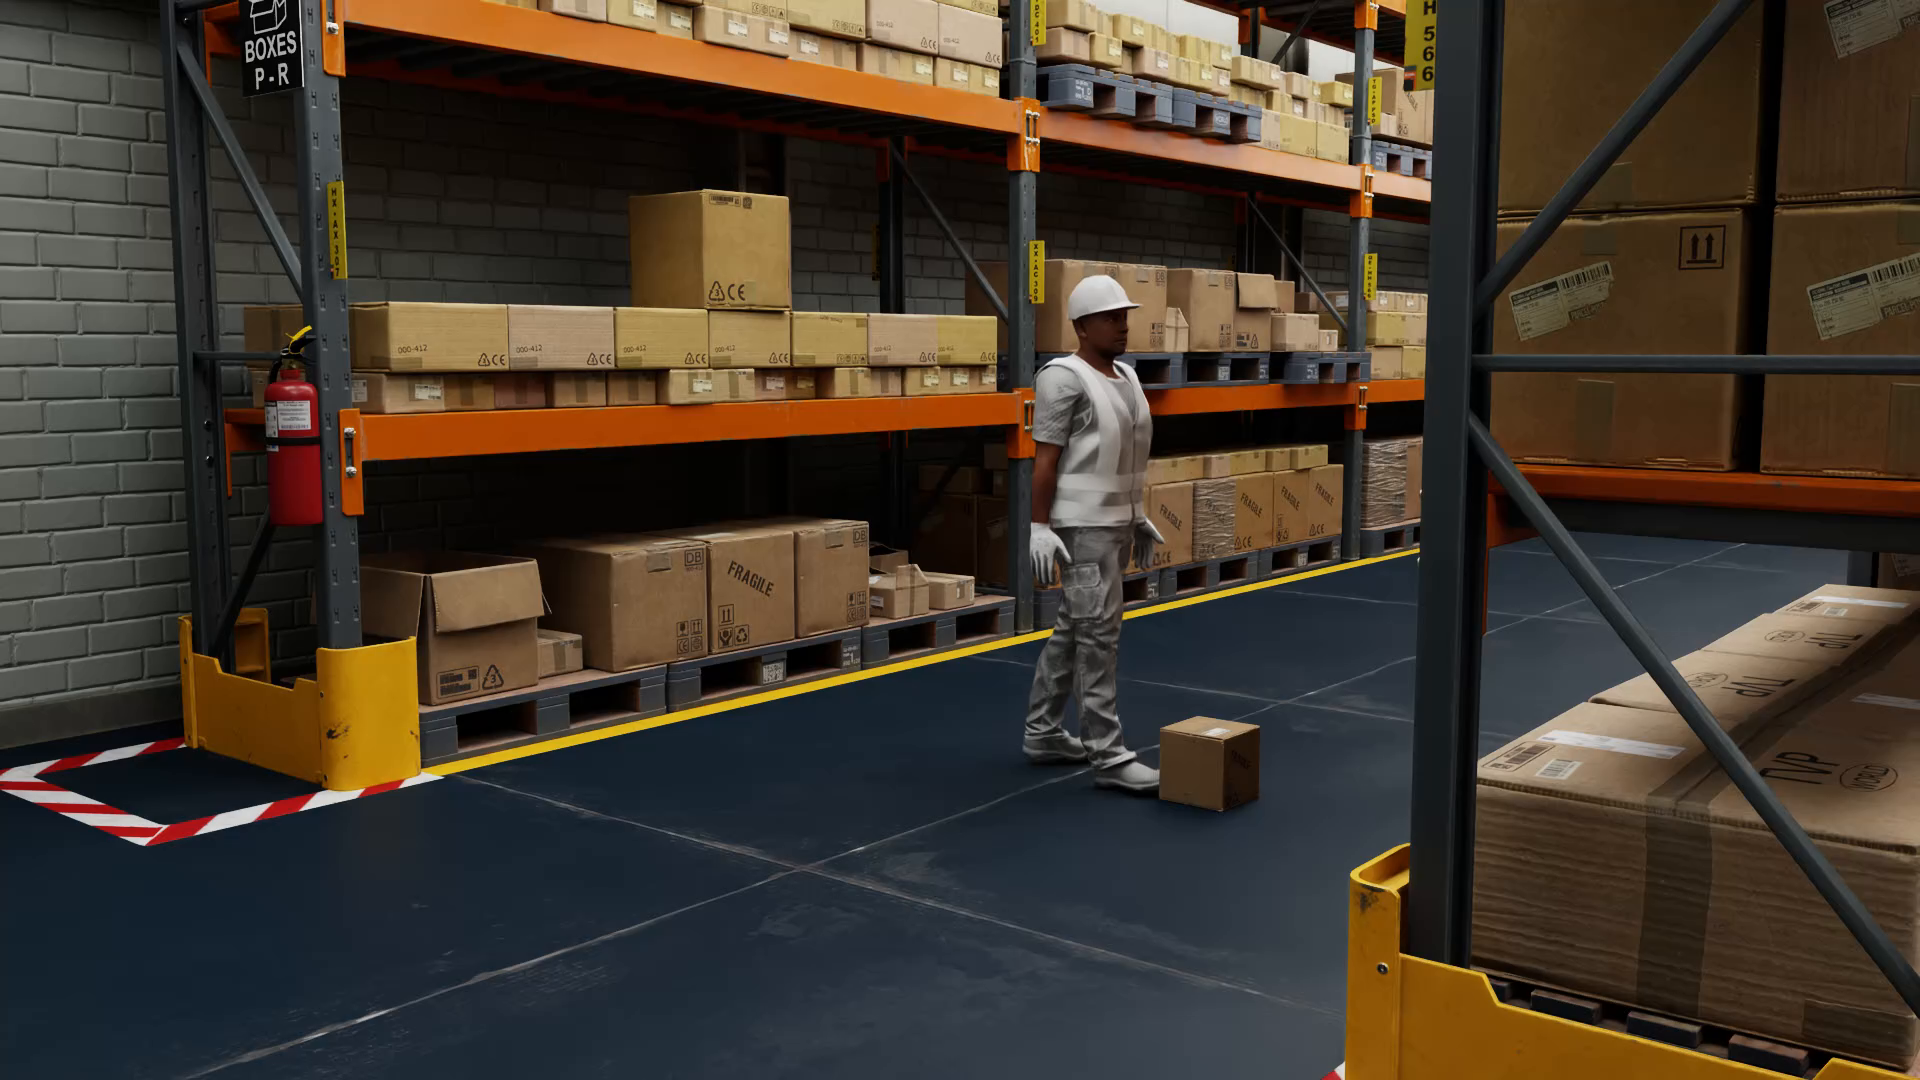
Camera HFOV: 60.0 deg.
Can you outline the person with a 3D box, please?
[{"bbox_3d":[0.514,-0.037,5.906,0.671,1.786,0.566,4,8,29],"label":"person"}]
